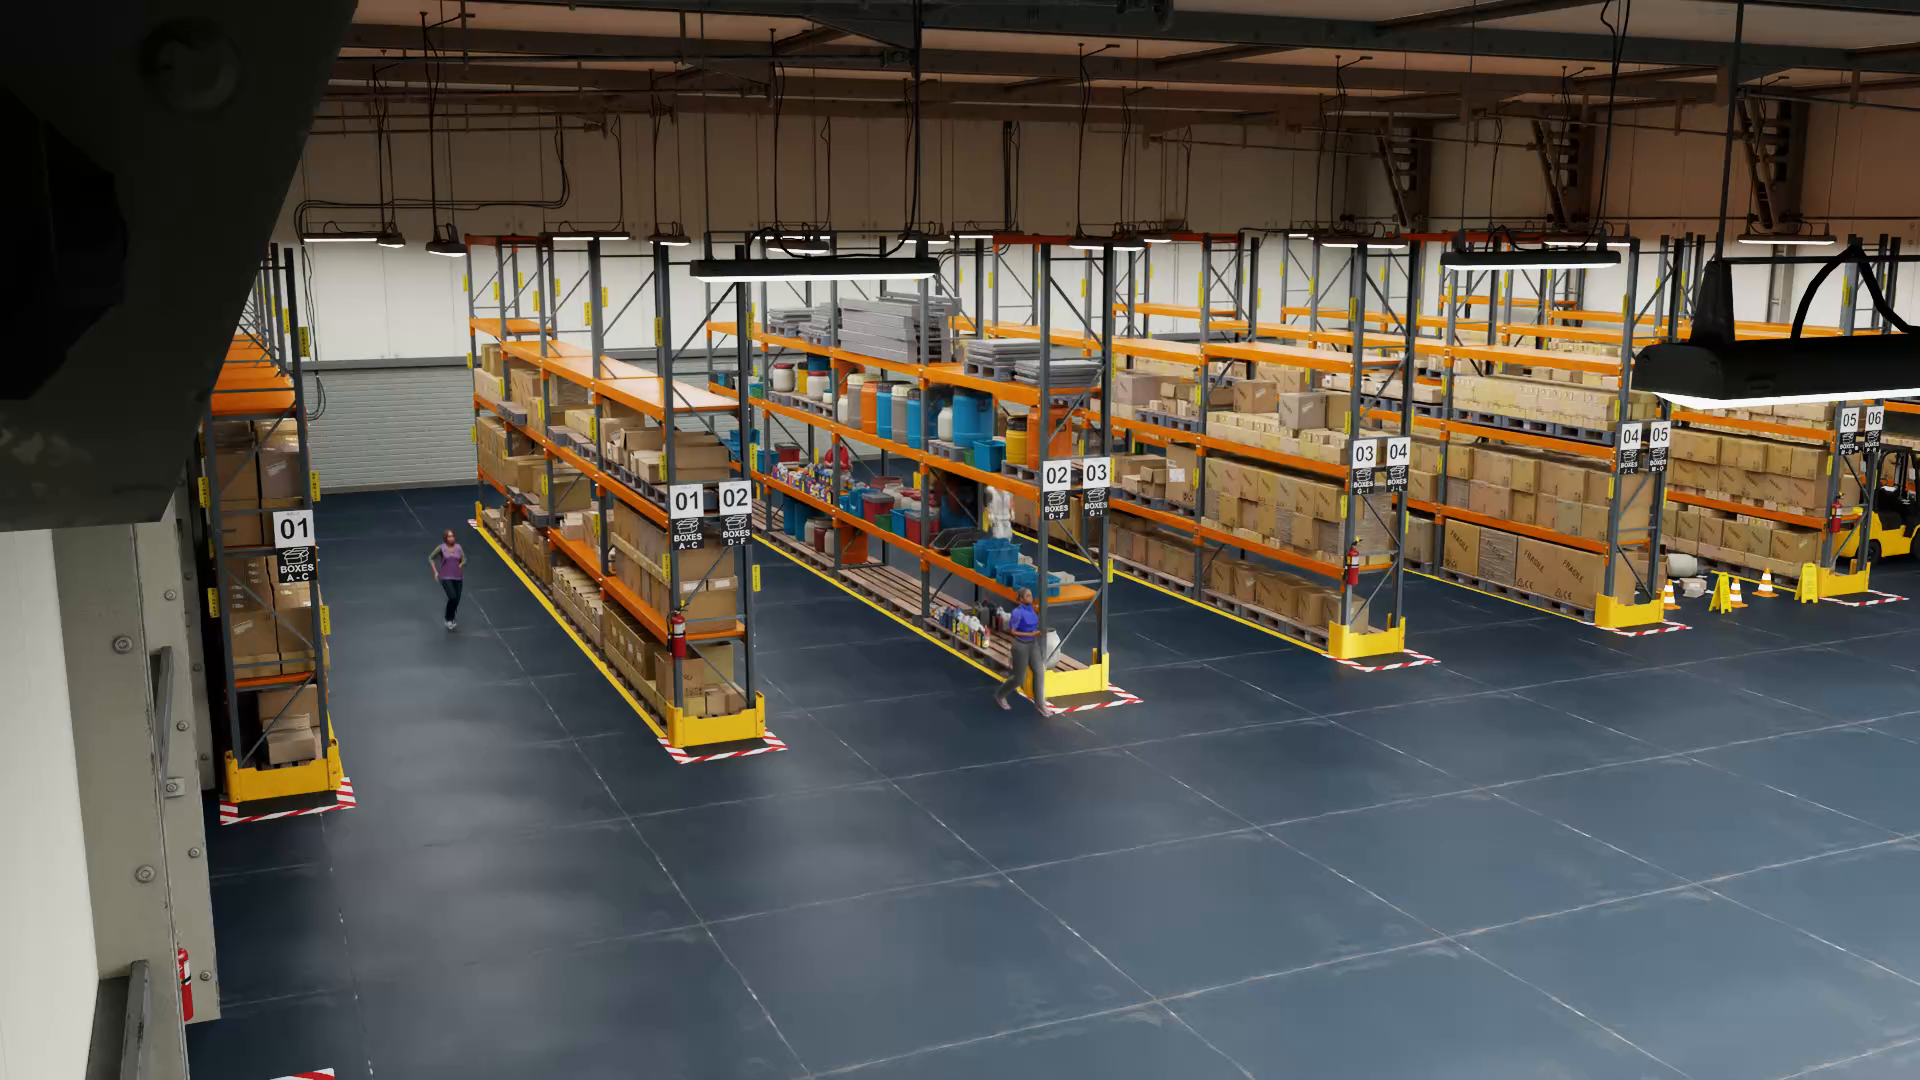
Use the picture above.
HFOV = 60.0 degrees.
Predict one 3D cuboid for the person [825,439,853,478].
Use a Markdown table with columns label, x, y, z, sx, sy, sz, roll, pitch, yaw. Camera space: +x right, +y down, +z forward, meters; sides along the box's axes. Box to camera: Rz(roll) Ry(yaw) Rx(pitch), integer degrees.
| label | x | y | z | sx | sy | sz | roll | pitch | yaw |
| --- | --- | --- | --- | --- | --- | --- | --- | --- | --- |
| person | -2.612 | -1.349 | 35.976 | 0.689 | 1.634 | 0.889 | -8 | 13 | -35 |

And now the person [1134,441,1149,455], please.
| label | x | y | z | sx | sy | sz | roll | pitch | yaw |
| --- | --- | --- | --- | --- | --- | --- | --- | --- | --- |
| person | 4.554 | -2.532 | 41.648 | 0.781 | 1.759 | 0.715 | 3 | 12 | 17 |

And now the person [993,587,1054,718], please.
| label | x | y | z | sx | sy | sz | roll | pitch | yaw |
| --- | --- | --- | --- | --- | --- | --- | --- | --- | --- |
| person | 0.814 | 1.435 | 21.388 | 0.794 | 1.699 | 0.586 | 8 | 13 | 35 |

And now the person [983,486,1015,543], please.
| label | x | y | z | sx | sy | sz | roll | pitch | yaw |
| --- | --- | --- | --- | --- | --- | --- | --- | --- | --- |
| person | 0.650 | -0.364 | 28.994 | 0.656 | 1.746 | 0.675 | -5 | 12 | -25 |

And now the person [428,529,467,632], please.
| label | x | y | z | sx | sy | sz | roll | pitch | yaw |
| --- | --- | --- | --- | --- | --- | --- | --- | --- | --- |
| person | -7.864 | 0.623 | 25.702 | 0.506 | 1.592 | 0.662 | -9 | 14 | -39 |
